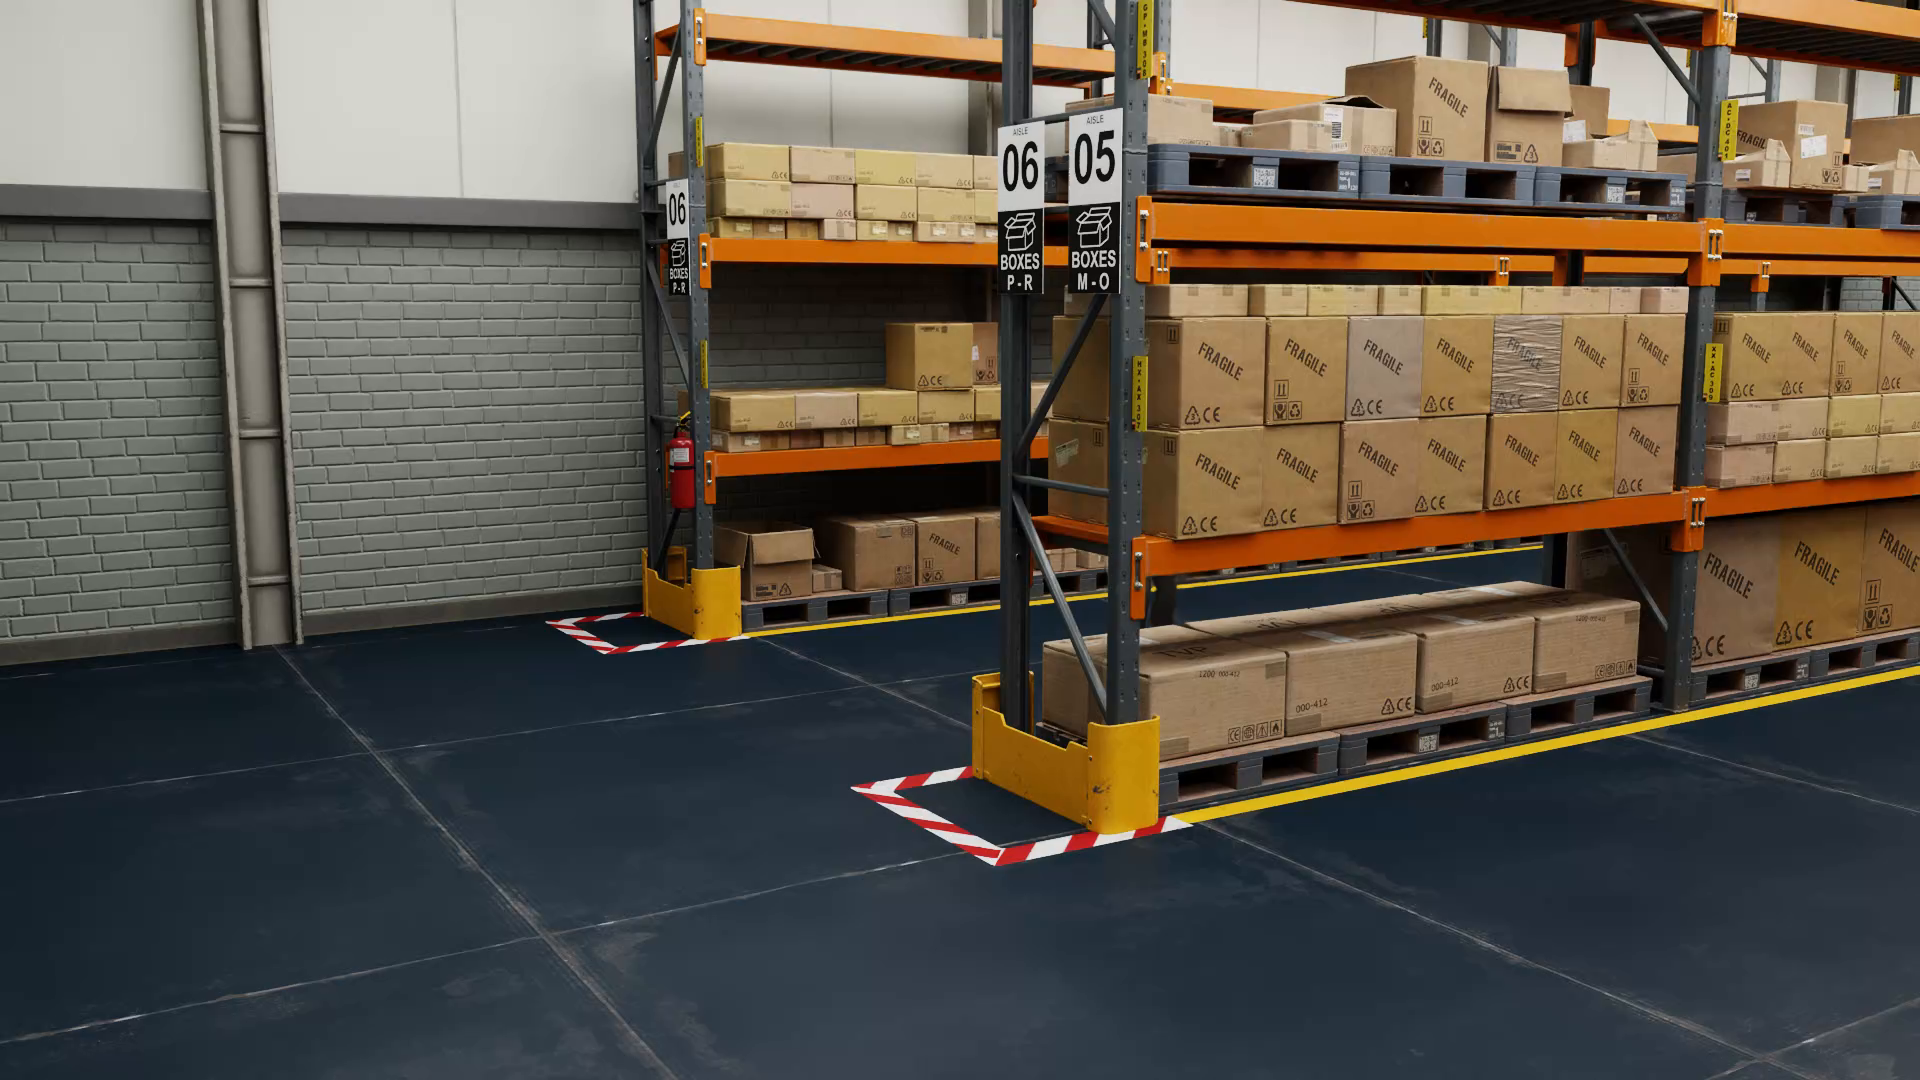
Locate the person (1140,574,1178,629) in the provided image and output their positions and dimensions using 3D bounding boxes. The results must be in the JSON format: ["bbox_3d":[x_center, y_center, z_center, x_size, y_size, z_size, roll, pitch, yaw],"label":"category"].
[{"bbox_3d":[1.275,0.011,10.745,0.416,1.674,0.533,-5,10,-32],"label":"person"}]
